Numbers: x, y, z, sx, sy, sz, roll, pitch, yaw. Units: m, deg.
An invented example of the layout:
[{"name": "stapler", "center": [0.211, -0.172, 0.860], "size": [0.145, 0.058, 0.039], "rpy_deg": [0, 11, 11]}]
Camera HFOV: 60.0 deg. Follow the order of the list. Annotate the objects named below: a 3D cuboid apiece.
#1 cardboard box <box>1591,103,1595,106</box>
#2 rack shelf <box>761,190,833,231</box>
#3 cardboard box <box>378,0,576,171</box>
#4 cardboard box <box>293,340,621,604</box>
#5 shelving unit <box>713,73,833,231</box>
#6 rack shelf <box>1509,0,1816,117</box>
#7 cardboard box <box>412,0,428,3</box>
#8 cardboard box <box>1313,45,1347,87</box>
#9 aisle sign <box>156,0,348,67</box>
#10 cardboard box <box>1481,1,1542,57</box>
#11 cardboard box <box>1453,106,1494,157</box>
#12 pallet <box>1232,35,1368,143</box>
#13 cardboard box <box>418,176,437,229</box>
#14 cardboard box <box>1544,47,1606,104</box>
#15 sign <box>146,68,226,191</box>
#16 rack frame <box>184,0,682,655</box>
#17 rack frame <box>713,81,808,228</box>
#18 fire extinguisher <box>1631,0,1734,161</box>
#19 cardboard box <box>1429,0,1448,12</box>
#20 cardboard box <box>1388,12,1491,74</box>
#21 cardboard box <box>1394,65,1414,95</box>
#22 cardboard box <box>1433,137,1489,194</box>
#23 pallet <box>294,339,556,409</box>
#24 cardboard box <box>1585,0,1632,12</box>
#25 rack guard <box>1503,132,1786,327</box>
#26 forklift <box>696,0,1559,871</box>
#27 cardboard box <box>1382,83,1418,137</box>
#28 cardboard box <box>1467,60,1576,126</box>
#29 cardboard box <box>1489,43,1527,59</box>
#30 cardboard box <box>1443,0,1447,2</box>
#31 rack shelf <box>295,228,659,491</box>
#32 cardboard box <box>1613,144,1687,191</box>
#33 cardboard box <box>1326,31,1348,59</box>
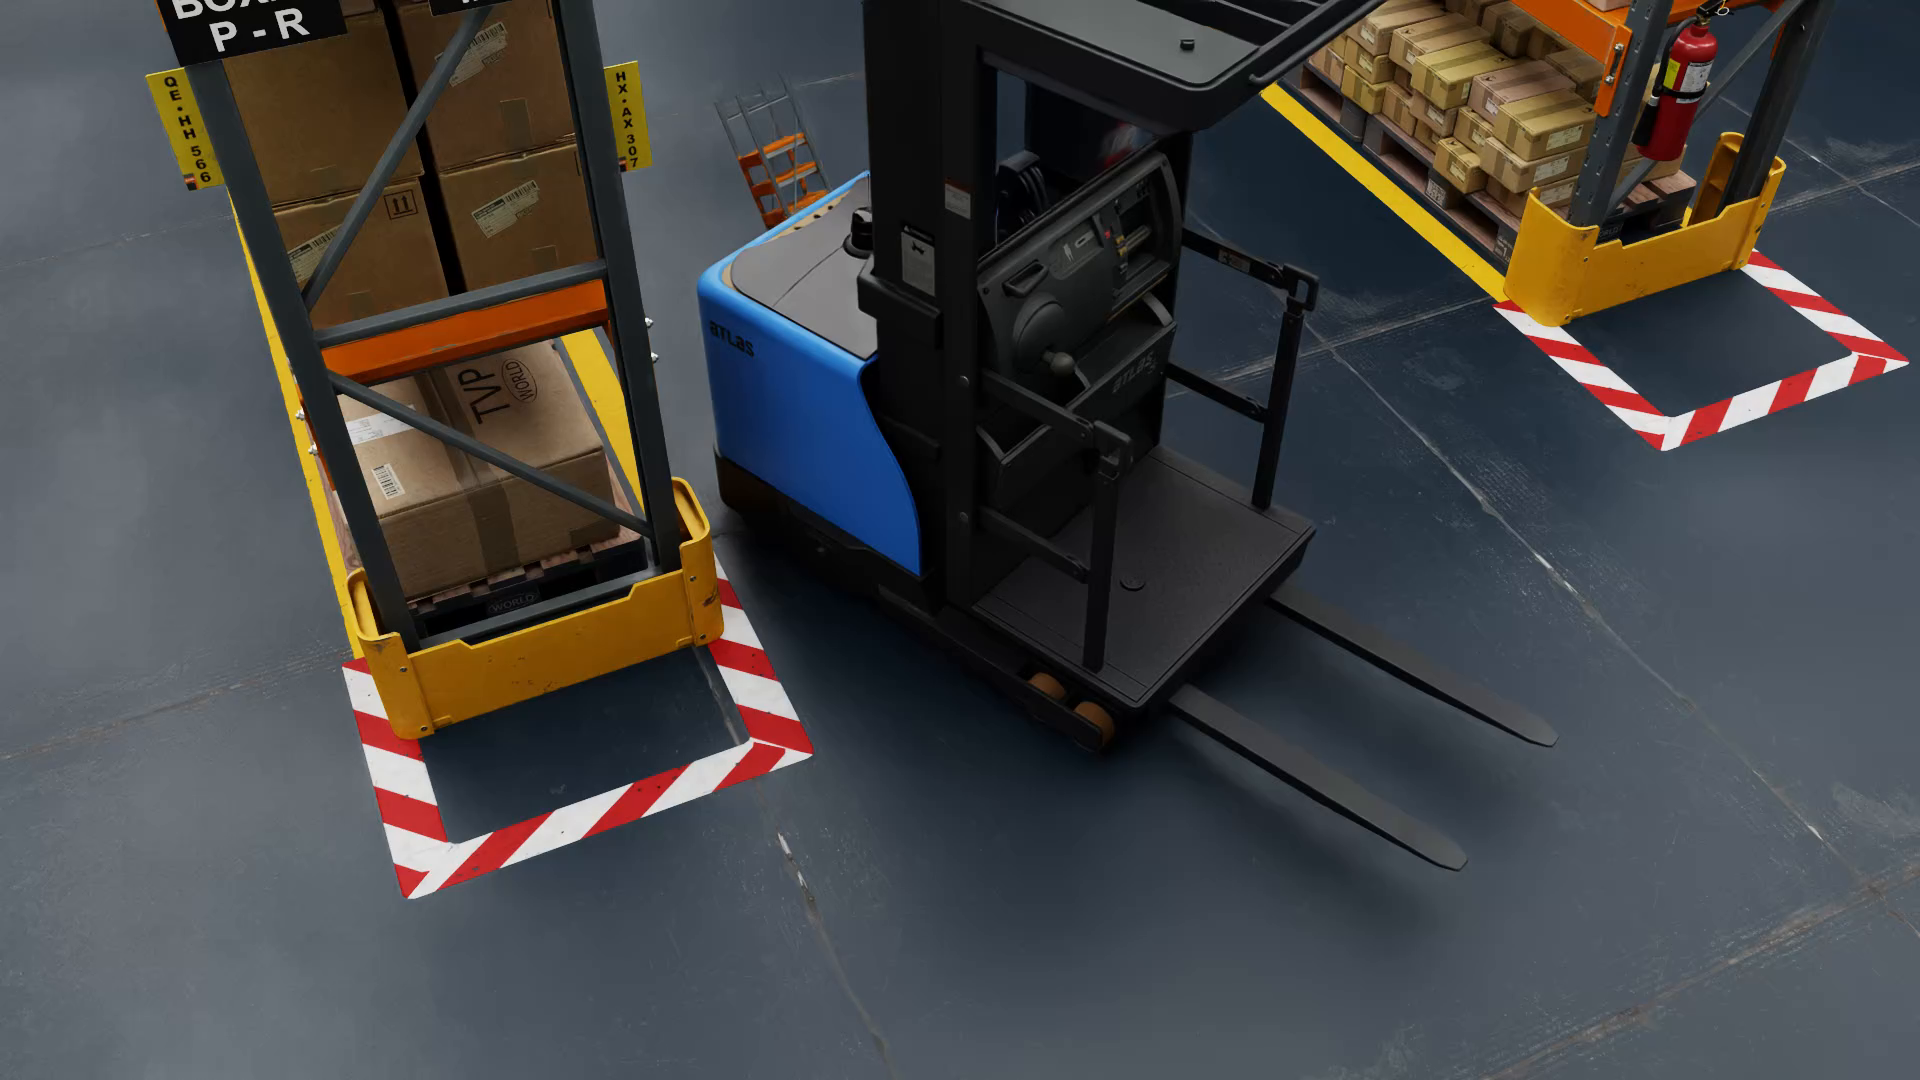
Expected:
[{"name": "cardboard box", "center": [2.966, -2.047, 7.707], "size": [0.380, 0.149, 0.250], "rpy_deg": [-18, 47, -18]}, {"name": "rack shelf", "center": [-0.642, -1.320, 6.702], "size": [0.258, 0.103, 0.180], "rpy_deg": [-33, 21, -29]}, {"name": "cardboard box", "center": [-1.374, -1.460, 4.811], "size": [0.500, 0.500, 0.500], "rpy_deg": [-19, 48, -18]}, {"name": "cardboard box", "center": [-1.799, -0.307, 5.951], "size": [0.875, 0.438, 0.875], "rpy_deg": [-20, 48, -19]}, {"name": "shelving unit", "center": [-0.614, -1.253, 6.725], "size": [0.258, 1.200, 0.189], "rpy_deg": [-33, 21, -29]}, {"name": "rack shelf", "center": [2.177, -3.224, 7.894], "size": [1.077, 0.370, 4.000], "rpy_deg": [-18, 47, -17]}, {"name": "cardboard box", "center": [-1.329, -1.609, 4.500], "size": [0.380, 0.149, 0.250], "rpy_deg": [-17, 47, -17]}, {"name": "cardboard box", "center": [1.998, -2.419, 8.297], "size": [0.380, 0.149, 0.250], "rpy_deg": [-17, 47, -17]}, {"name": "aisle sign", "center": [-1.682, -1.467, 3.750], "size": [0.394, 0.787, 0.004], "rpy_deg": [-18, 47, -17]}, {"name": "cardboard box", "center": [2.711, -2.458, 7.913], "size": [0.380, 0.149, 0.250], "rpy_deg": [-20, 48, -19]}, {"name": "cardboard box", "center": [2.476, -1.880, 7.539], "size": [0.380, 0.149, 0.250], "rpy_deg": [-19, 48, -18]}, {"name": "pallet", "center": [2.167, -2.565, 8.700], "size": [1.003, 0.211, 1.213], "rpy_deg": [-18, 47, -17]}, {"name": "cardboard box", "center": [-1.610, -1.419, 5.482], "size": [0.500, 0.500, 0.500], "rpy_deg": [-19, 48, -18]}, {"name": "cardboard box", "center": [2.880, -2.126, 7.576], "size": [0.380, 0.149, 0.250], "rpy_deg": [-17, 47, -17]}, {"name": "sign", "center": [-1.929, -1.024, 4.159], "size": [0.100, 0.325, 0.005], "rpy_deg": [-18, 47, -17]}, {"name": "rack frame", "center": [-1.431, -0.679, 4.802], "size": [1.000, 3.000, 0.127], "rpy_deg": [-18, 47, -17]}, {"name": "rack frame", "center": [-0.666, -1.258, 6.801], "size": [0.240, 1.200, 0.006], "rpy_deg": [-33, 21, -29]}, {"name": "fire extinguisher", "center": [2.705, -1.748, 6.206], "size": [0.296, 0.674, 0.183], "rpy_deg": [-18, 47, -17]}, {"name": "cardboard box", "center": [2.424, -2.674, 8.343], "size": [0.380, 0.149, 0.250], "rpy_deg": [-16, 47, -15]}, {"name": "cardboard box", "center": [2.236, -2.302, 7.755], "size": [0.380, 0.149, 0.250], "rpy_deg": [-20, 48, -19]}, {"name": "cardboard box", "center": [2.297, -2.230, 7.893], "size": [0.380, 0.149, 0.250], "rpy_deg": [-19, 48, -18]}, {"name": "cardboard box", "center": [2.407, -1.748, 7.616], "size": [0.380, 0.149, 0.250], "rpy_deg": [-17, 47, -16]}, {"name": "pallet", "center": [-2.347, -0.949, 7.062], "size": [1.003, 0.211, 1.213], "rpy_deg": [-18, 47, -17]}, {"name": "cardboard box", "center": [2.624, -2.240, 6.563], "size": [0.380, 0.149, 0.250], "rpy_deg": [-18, 47, -17]}, {"name": "rack guard", "center": [2.986, -1.364, 7.276], "size": [1.175, 0.500, 0.348], "rpy_deg": [-18, 47, -17]}, {"name": "forklift", "center": [0.539, -0.765, 4.938], "size": [3.031, 2.935, 1.130], "rpy_deg": [31, 52, 27]}, {"name": "cardboard box", "center": [2.258, -2.095, 7.968], "size": [0.380, 0.149, 0.250], "rpy_deg": [-18, 47, -17]}, {"name": "cardboard box", "center": [2.512, -1.991, 7.440], "size": [0.380, 0.149, 0.250], "rpy_deg": [-17, 47, -17]}, {"name": "cardboard box", "center": [2.774, -2.372, 8.037], "size": [0.380, 0.149, 0.250], "rpy_deg": [-17, 47, -16]}, {"name": "cardboard box", "center": [2.534, -2.819, 8.278], "size": [0.380, 0.149, 0.250], "rpy_deg": [-17, 47, -17]}, {"name": "rack shelf", "center": [-2.272, -1.697, 6.347], "size": [1.077, 0.370, 4.000], "rpy_deg": [-18, 47, -17]}, {"name": "cardboard box", "center": [3.088, -1.768, 7.637], "size": [0.380, 0.149, 0.250], "rpy_deg": [-17, 47, -17]}, {"name": "cardboard box", "center": [1.996, -2.523, 8.191], "size": [0.380, 0.149, 0.250], "rpy_deg": [-16, 47, -15]}]
